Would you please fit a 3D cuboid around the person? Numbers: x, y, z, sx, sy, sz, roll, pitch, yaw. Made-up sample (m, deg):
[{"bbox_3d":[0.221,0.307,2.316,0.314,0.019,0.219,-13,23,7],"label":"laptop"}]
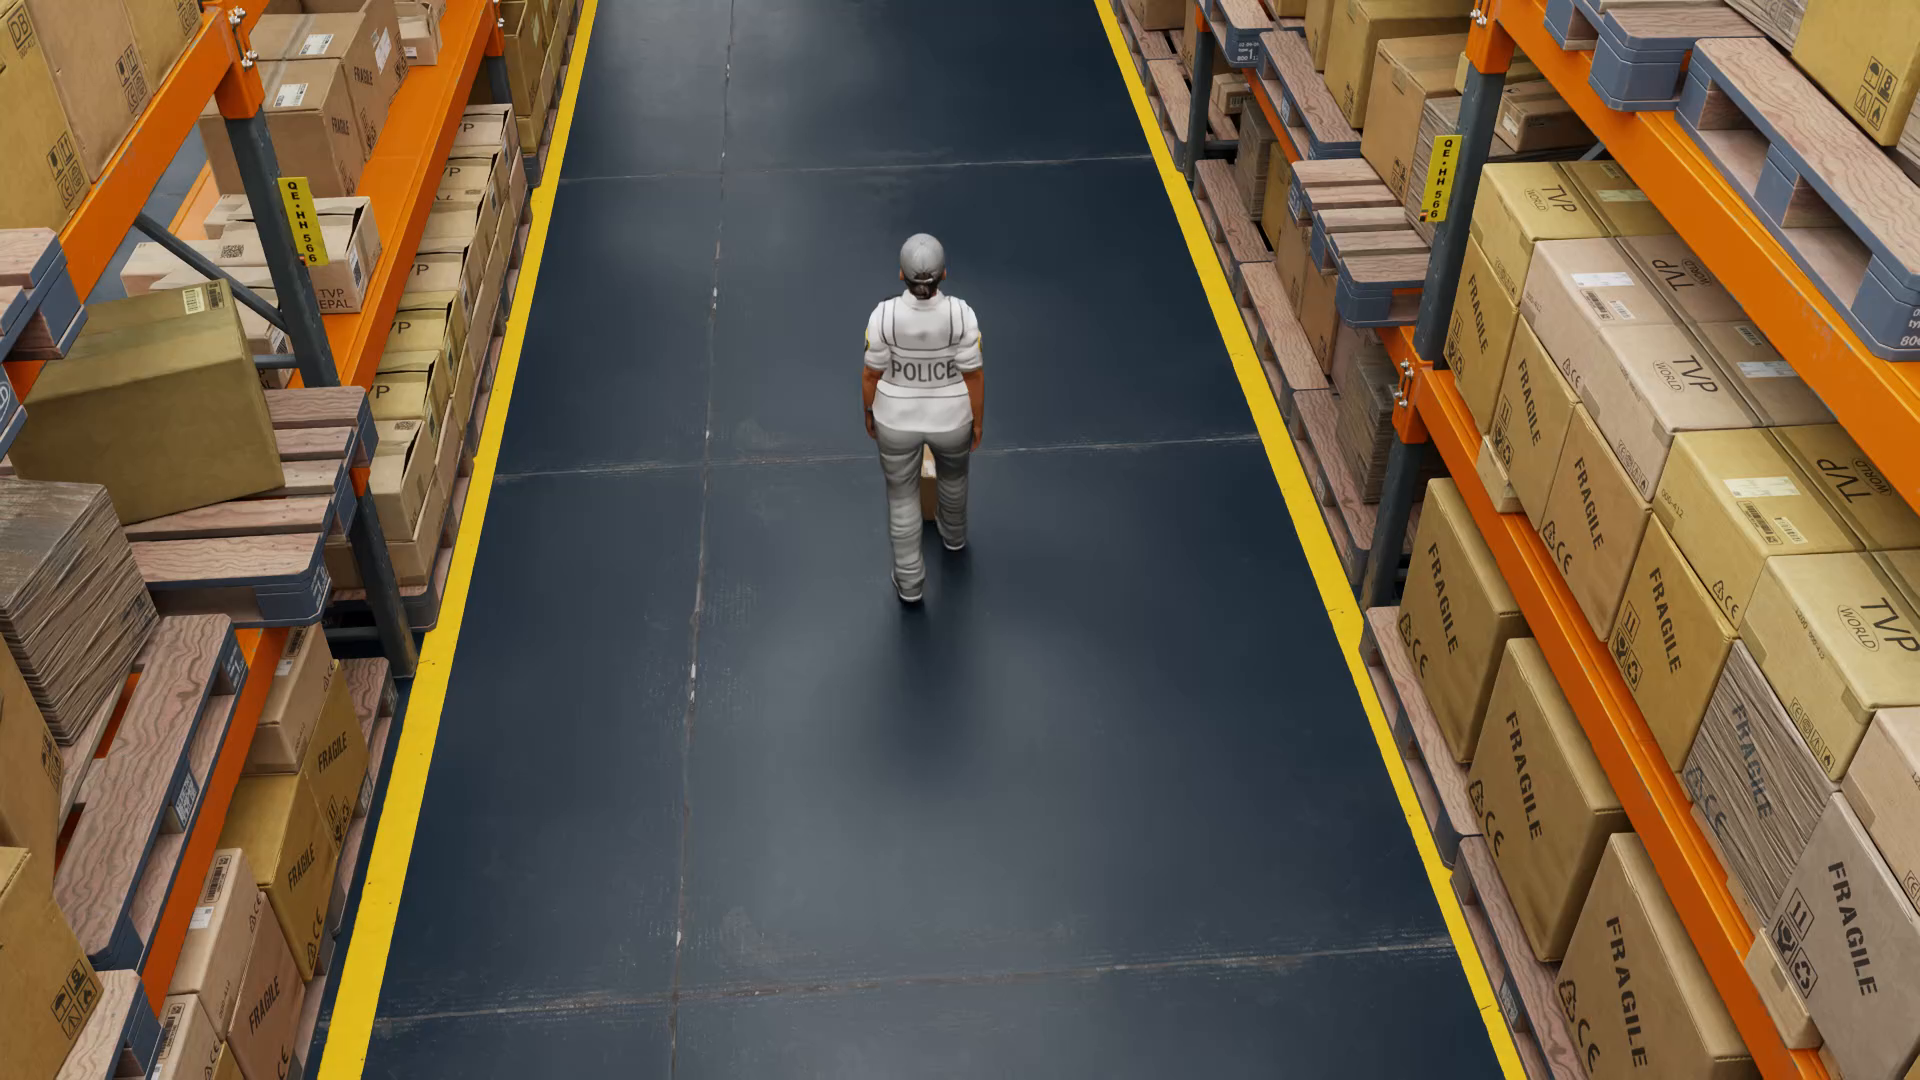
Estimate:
[{"bbox_3d":[-0.158,-0.557,6.837,0.484,1.662,0.648,-3,39,-4],"label":"person"}]
